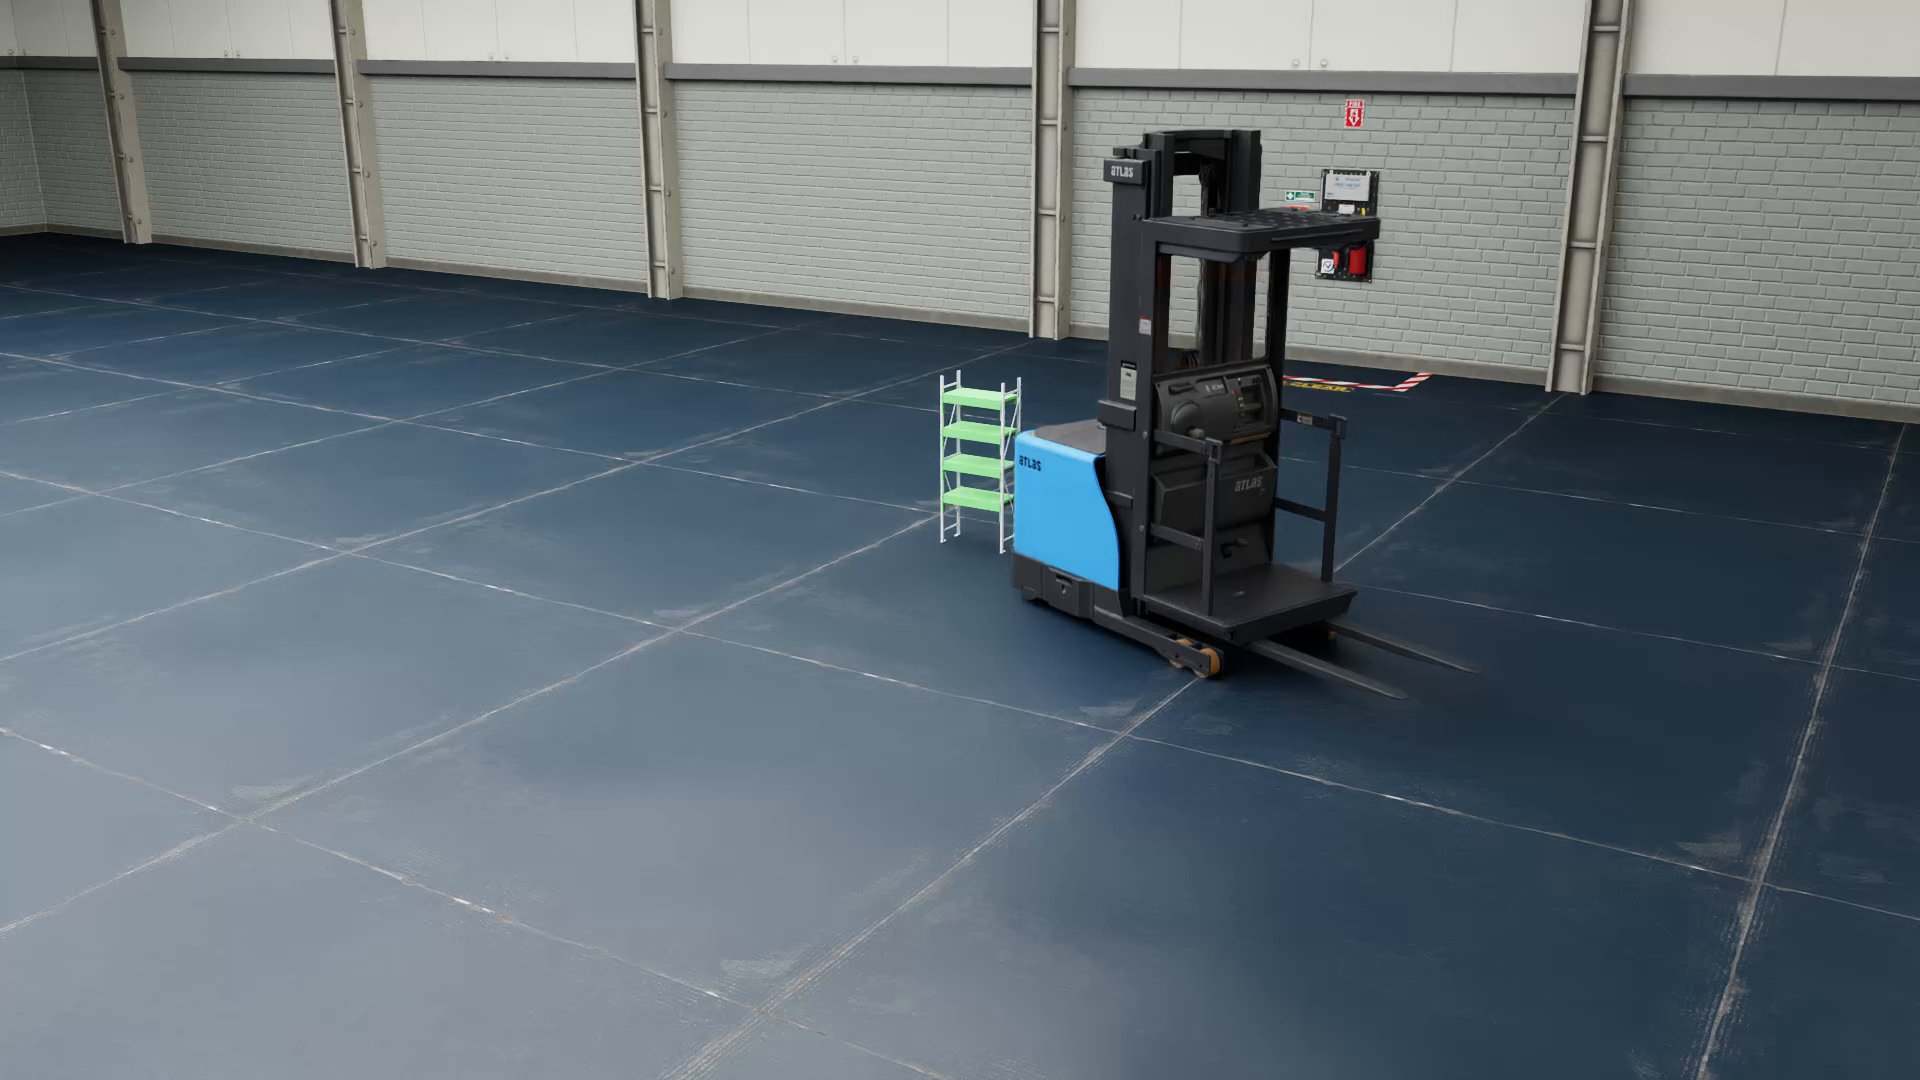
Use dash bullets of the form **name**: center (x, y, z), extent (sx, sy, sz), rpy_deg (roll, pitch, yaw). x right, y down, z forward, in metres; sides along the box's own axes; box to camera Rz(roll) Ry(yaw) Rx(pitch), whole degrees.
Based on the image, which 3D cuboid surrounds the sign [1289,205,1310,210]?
- **sign**: center (3.678, -3.467, 18.072), extent (0.234, 0.329, 0.001), rpy_deg (10, 20, 30)

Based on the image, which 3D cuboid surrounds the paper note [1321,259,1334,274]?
- **paper note**: center (3.981, -2.963, 17.989), extent (0.142, 0.148, 0.016), rpy_deg (10, 20, 30)

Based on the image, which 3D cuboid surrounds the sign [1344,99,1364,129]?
- **sign**: center (4.141, -4.475, 17.464), extent (0.199, 0.298, 0.001), rpy_deg (10, 20, 30)

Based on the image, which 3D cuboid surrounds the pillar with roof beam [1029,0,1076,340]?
- **pillar with roof beam**: center (-1.185, -5.672, 15.070), extent (0.400, 9.000, 9.100), rpy_deg (10, 20, 30)

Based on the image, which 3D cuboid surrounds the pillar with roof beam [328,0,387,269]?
- **pillar with roof beam**: center (-11.410, -7.497, 21.079), extent (0.400, 9.000, 9.100), rpy_deg (10, 20, 30)

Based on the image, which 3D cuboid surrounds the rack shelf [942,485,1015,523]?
- **rack shelf**: center (0.141, -0.258, 11.712), extent (0.480, 0.148, 0.258), rpy_deg (10, 20, 30)

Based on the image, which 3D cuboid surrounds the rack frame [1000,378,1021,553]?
- **rack frame**: center (0.349, -0.512, 11.502), extent (0.015, 1.200, 0.240), rpy_deg (10, 20, 30)

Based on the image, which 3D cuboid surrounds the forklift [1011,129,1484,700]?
- **forklift**: center (1.612, -0.789, 9.436), extent (1.130, 2.935, 3.031), rpy_deg (-12, 21, -35)

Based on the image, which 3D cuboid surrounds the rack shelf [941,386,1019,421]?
- **rack shelf**: center (0.141, -0.947, 11.503), extent (0.480, 0.148, 0.258), rpy_deg (10, 20, 30)

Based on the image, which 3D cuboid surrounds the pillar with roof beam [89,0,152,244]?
- **pillar with roof beam**: center (-16.523, -8.410, 24.083), extent (0.400, 9.000, 9.100), rpy_deg (10, 20, 30)

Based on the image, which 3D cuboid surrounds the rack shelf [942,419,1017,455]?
- **rack shelf**: center (0.141, -0.717, 11.573), extent (0.480, 0.148, 0.258), rpy_deg (10, 20, 30)

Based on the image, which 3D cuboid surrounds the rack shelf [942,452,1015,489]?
- **rack shelf**: center (0.141, -0.488, 11.643), extent (0.480, 0.148, 0.258), rpy_deg (10, 20, 30)

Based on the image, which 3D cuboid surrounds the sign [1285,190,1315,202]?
- **sign**: center (3.677, -3.717, 17.985), extent (0.331, 0.109, 0.001), rpy_deg (10, 20, 30)

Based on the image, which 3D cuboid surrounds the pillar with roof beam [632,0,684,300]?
- **pillar with roof beam**: center (-6.297, -6.584, 18.074), extent (0.400, 9.000, 9.100), rpy_deg (10, 20, 30)

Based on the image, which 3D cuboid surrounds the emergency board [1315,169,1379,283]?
- **emergency board**: center (4.095, -3.340, 17.716), extent (0.643, 1.169, 0.194), rpy_deg (10, 20, 30)

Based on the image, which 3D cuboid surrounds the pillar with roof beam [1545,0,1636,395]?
- **pillar with roof beam**: center (3.928, -4.759, 12.065), extent (0.400, 9.000, 9.100), rpy_deg (10, 20, 30)

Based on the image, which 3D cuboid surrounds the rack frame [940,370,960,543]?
- **rack frame**: center (-0.067, -0.586, 11.746), extent (0.015, 1.200, 0.240), rpy_deg (10, 20, 30)

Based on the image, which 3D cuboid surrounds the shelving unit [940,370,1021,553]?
- **shelving unit**: center (0.141, -0.549, 11.624), extent (0.503, 1.200, 0.258), rpy_deg (10, 20, 30)
